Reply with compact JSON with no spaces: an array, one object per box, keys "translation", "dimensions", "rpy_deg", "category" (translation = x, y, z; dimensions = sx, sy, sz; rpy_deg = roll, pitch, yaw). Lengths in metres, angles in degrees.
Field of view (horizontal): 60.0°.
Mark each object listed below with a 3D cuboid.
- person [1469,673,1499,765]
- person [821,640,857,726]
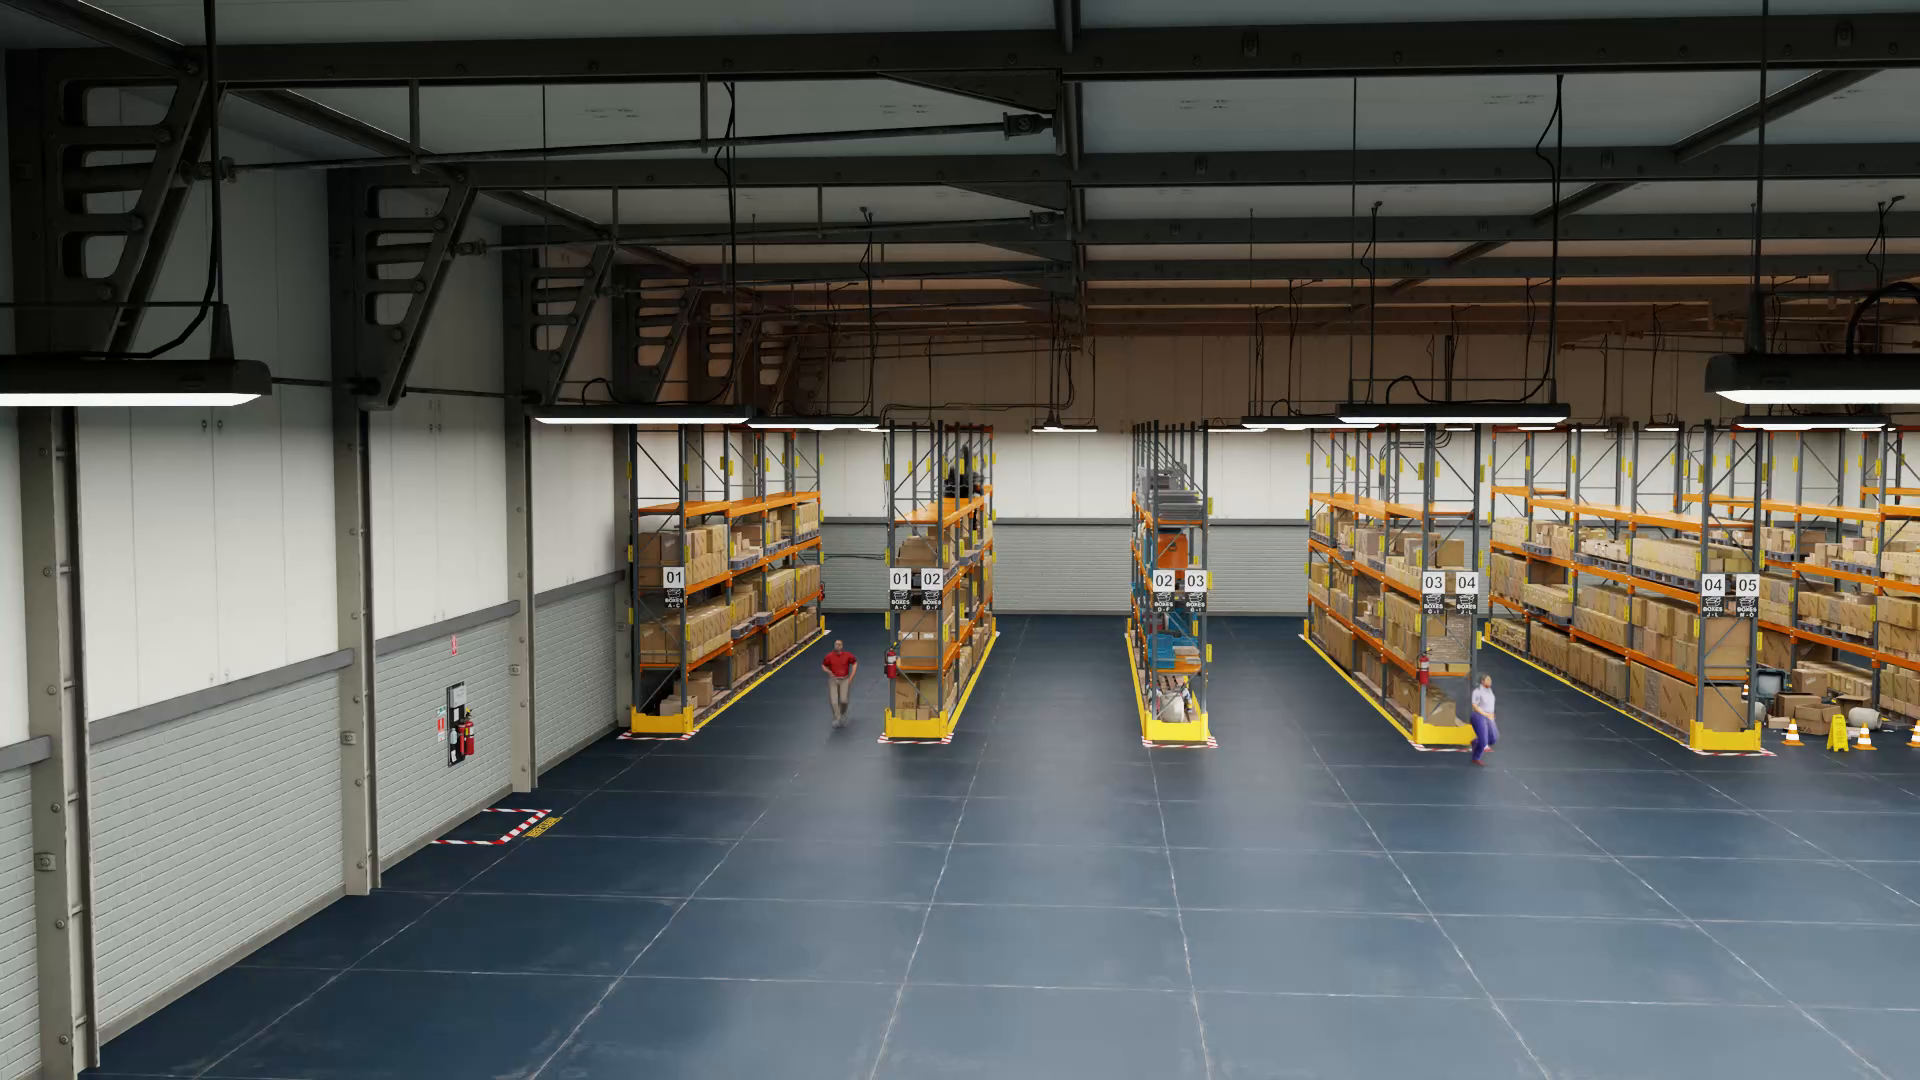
[{"translation":[9.090,3.108,28.863],"dimensions":[0.593,1.601,0.566],"rpy_deg":[-3,5,-42],"category":"person"},{"translation":[-2.381,2.804,32.637],"dimensions":[0.706,1.695,0.547],"rpy_deg":[0,4,2],"category":"person"}]
